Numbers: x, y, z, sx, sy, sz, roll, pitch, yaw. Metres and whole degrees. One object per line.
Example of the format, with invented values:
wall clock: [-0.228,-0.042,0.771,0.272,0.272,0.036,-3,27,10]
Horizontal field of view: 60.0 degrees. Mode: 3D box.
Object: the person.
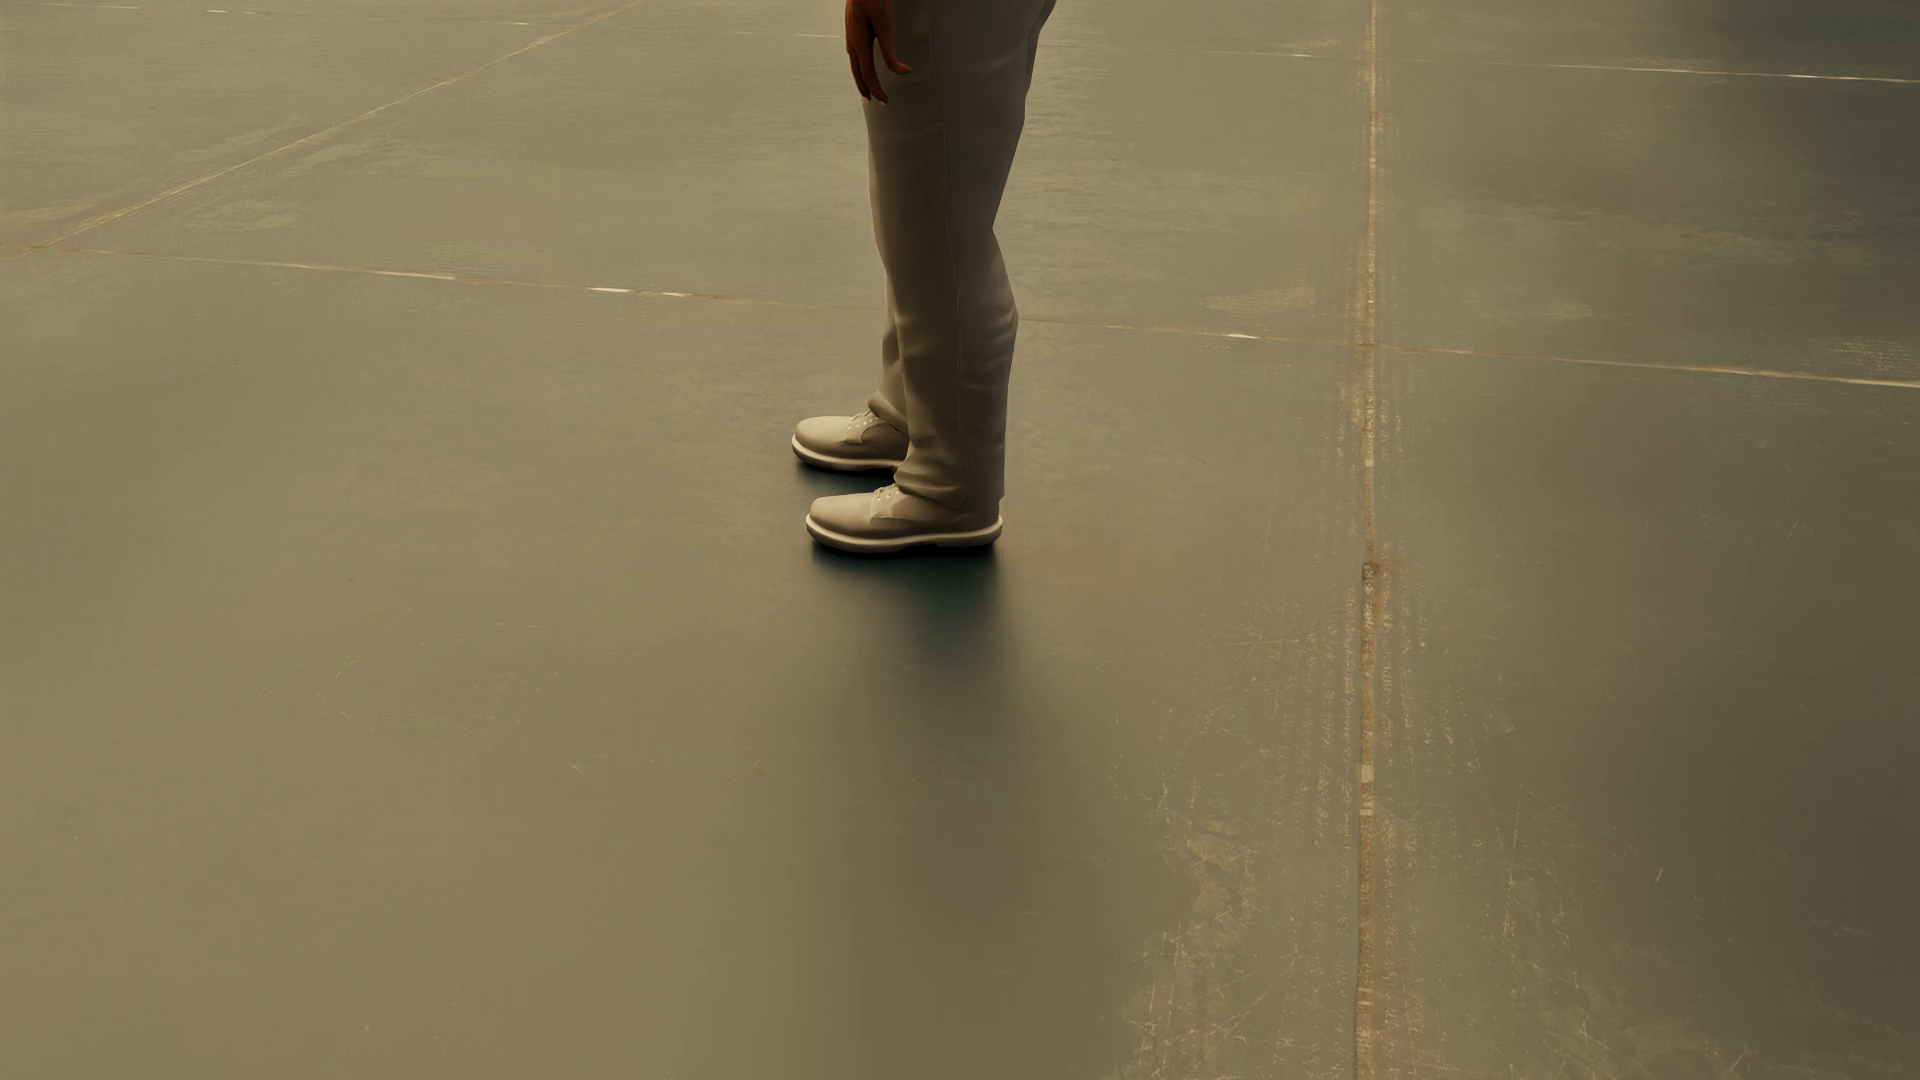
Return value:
person: [-0.069,-0.779,2.147,0.528,1.695,0.569,6,27,11]
